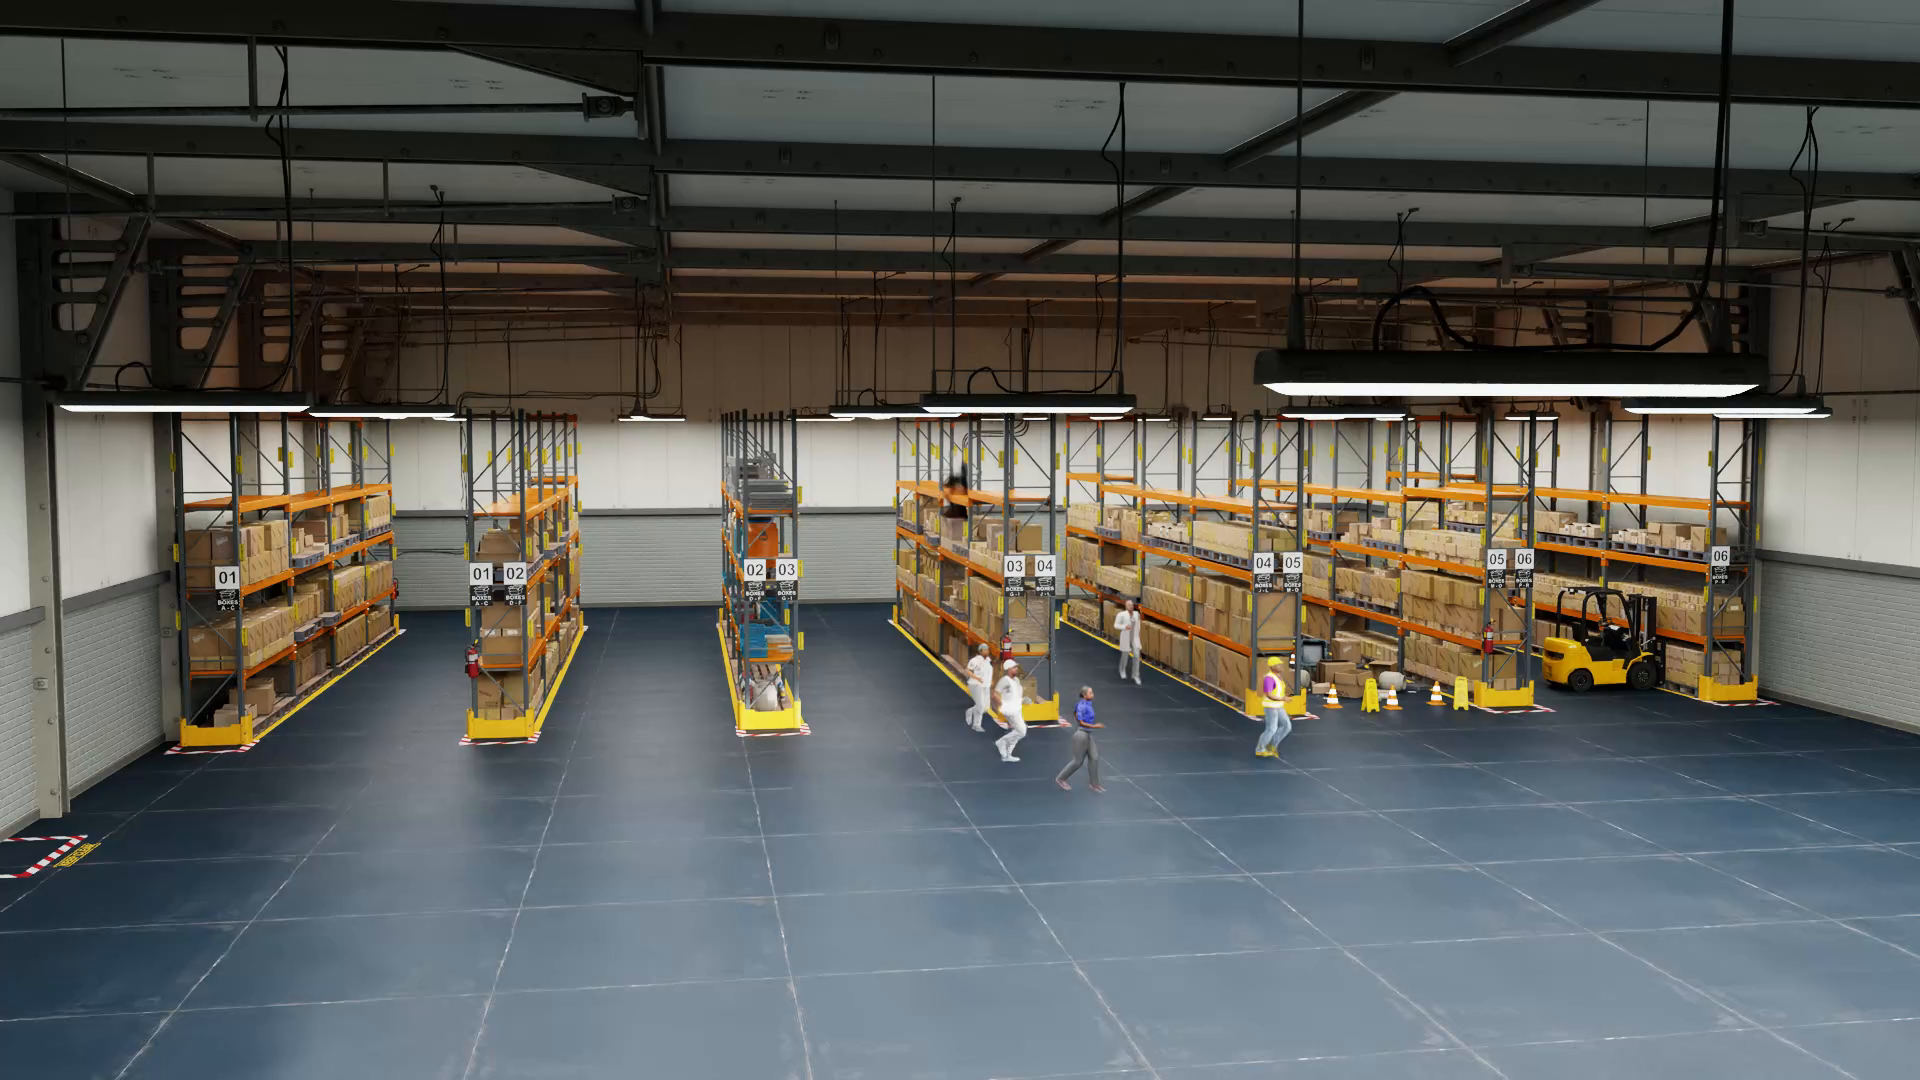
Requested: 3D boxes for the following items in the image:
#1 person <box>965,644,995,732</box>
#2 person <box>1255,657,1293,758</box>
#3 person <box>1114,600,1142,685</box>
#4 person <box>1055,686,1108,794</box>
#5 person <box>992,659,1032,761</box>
[{"bbox_3d":[0.363,2.751,31.264,0.642,1.621,0.596,-4,5,-42],"label":"person"},{"bbox_3d":[5.397,2.874,28.399,0.684,1.780,0.734,2,5,30],"label":"person"},{"bbox_3d":[3.738,2.243,36.948,0.696,1.825,0.950,-1,4,-12],"label":"person"},{"bbox_3d":[1.889,3.099,25.800,0.809,1.703,0.596,1,4,16],"label":"person"},{"bbox_3d":[0.917,2.889,28.140,0.581,1.733,0.692,2,4,21],"label":"person"}]
